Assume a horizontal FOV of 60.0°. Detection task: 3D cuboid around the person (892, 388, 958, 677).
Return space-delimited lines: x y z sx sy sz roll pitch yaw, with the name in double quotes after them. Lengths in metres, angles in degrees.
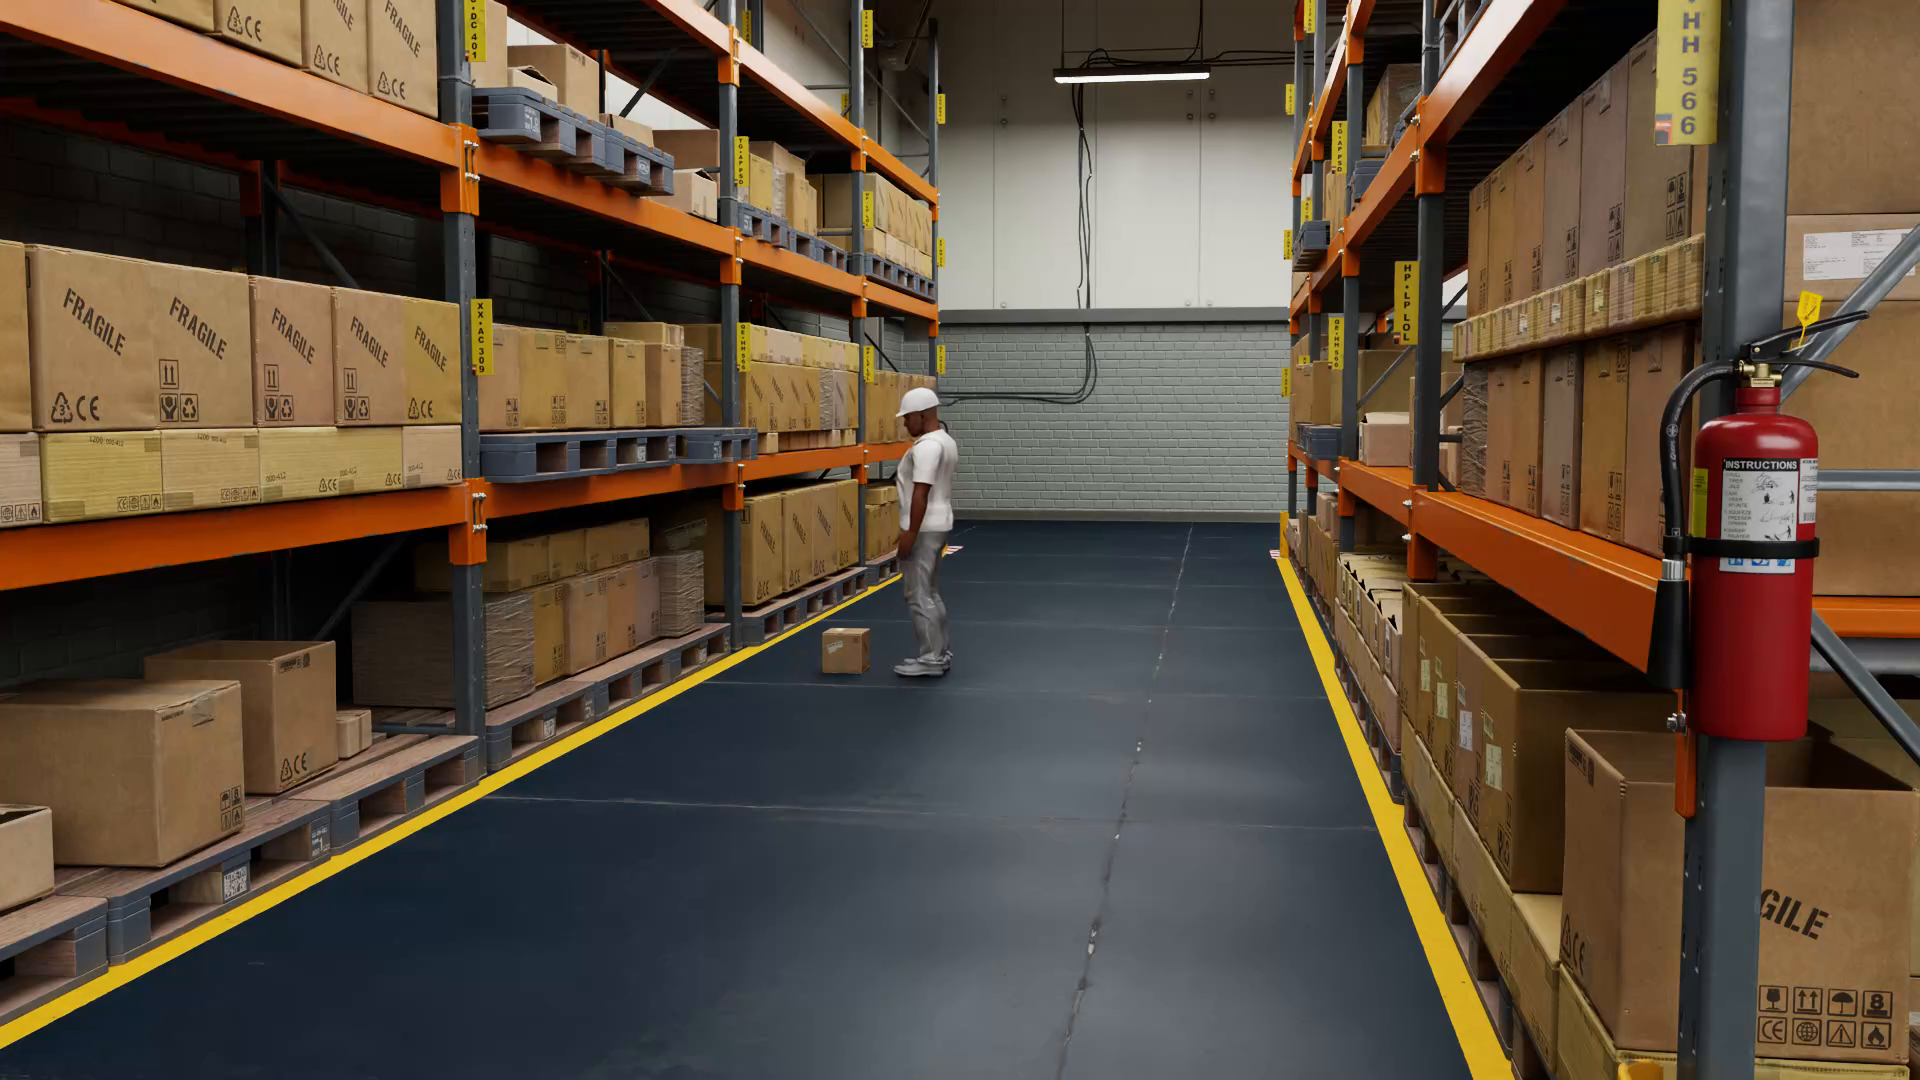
-0.219 -0.053 10.215 0.368 1.759 0.568 1 5 10 "person"
